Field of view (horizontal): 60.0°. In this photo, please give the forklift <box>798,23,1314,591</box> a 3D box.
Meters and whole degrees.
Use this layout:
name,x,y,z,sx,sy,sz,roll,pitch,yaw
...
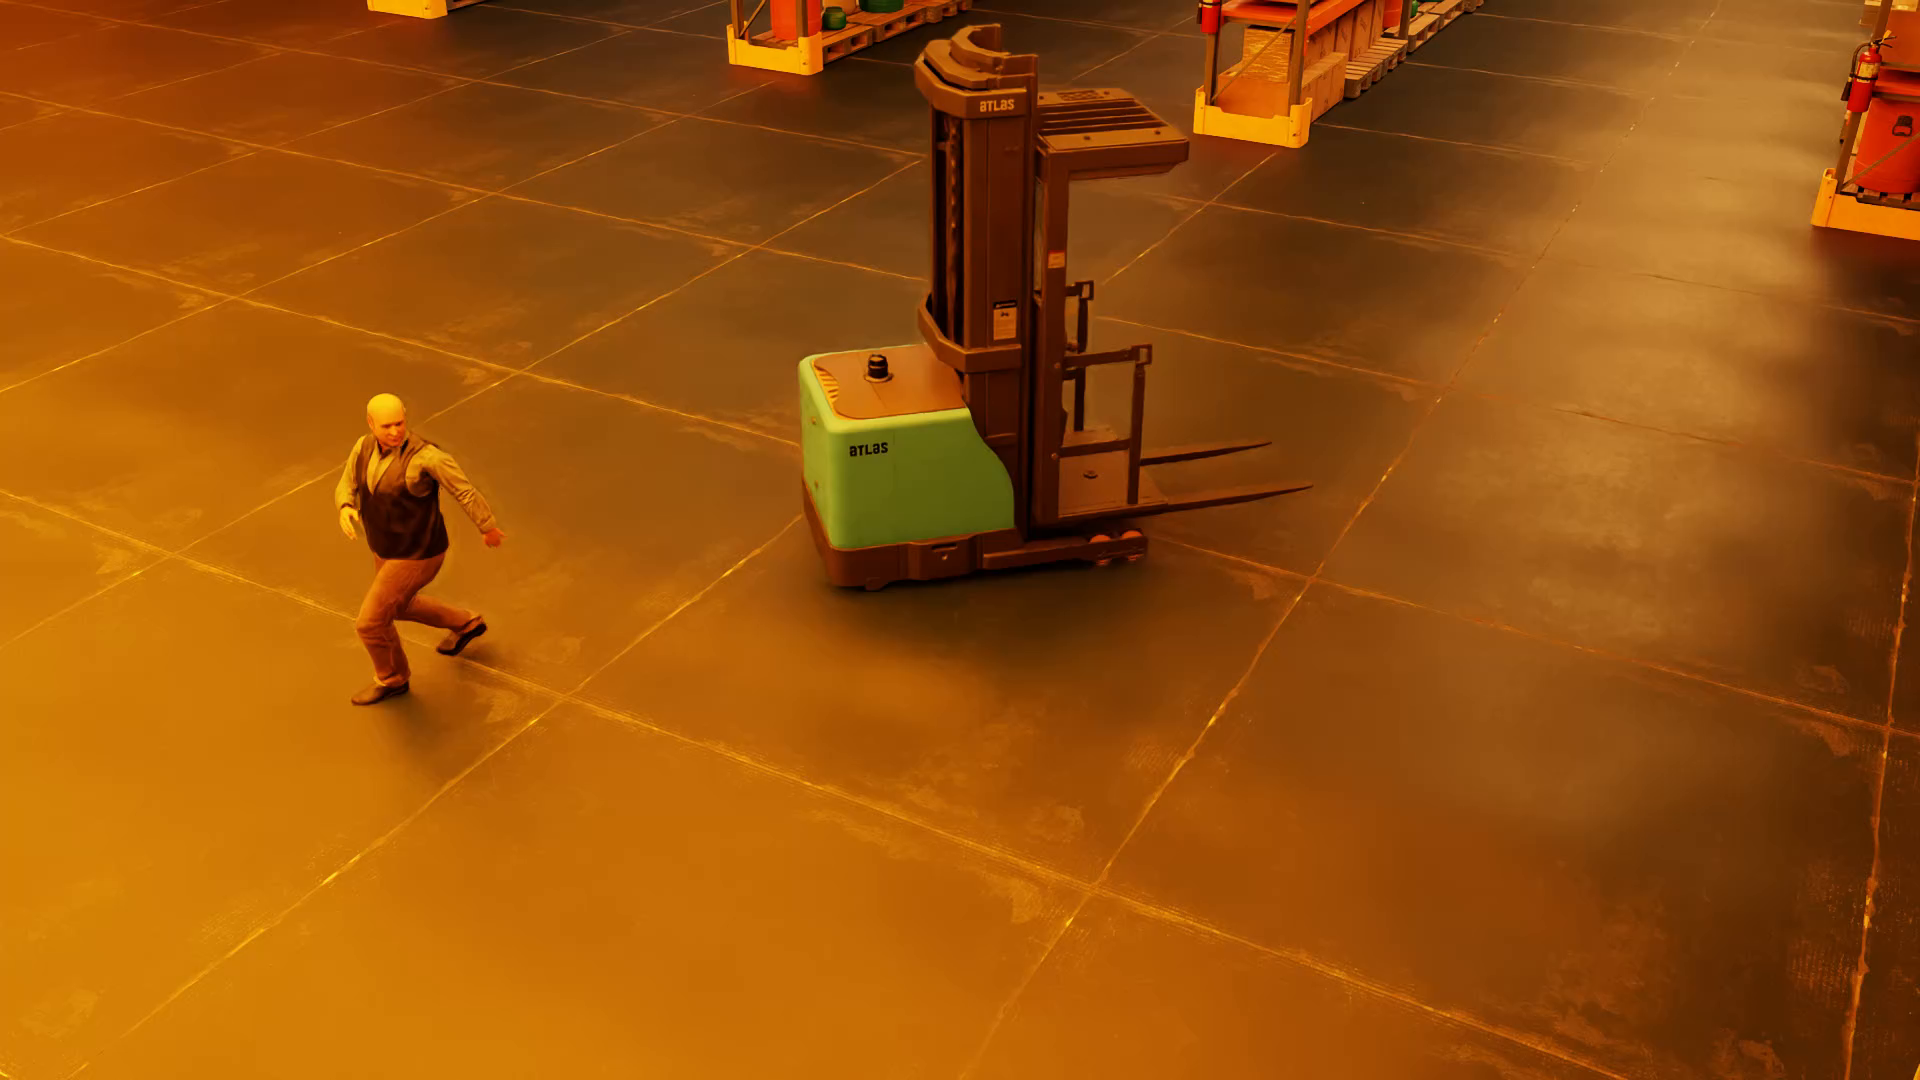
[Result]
name,x,y,z,sx,sy,sz,roll,pitch,yaw
forklift,0.615,-1.377,9.457,3.031,2.935,1.130,-8,31,-13

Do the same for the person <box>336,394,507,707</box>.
name,x,y,z,sx,sy,sz,roll,pitch,yaw
person,-2.773,0.023,8.357,0.865,1.638,0.573,-24,38,-35
